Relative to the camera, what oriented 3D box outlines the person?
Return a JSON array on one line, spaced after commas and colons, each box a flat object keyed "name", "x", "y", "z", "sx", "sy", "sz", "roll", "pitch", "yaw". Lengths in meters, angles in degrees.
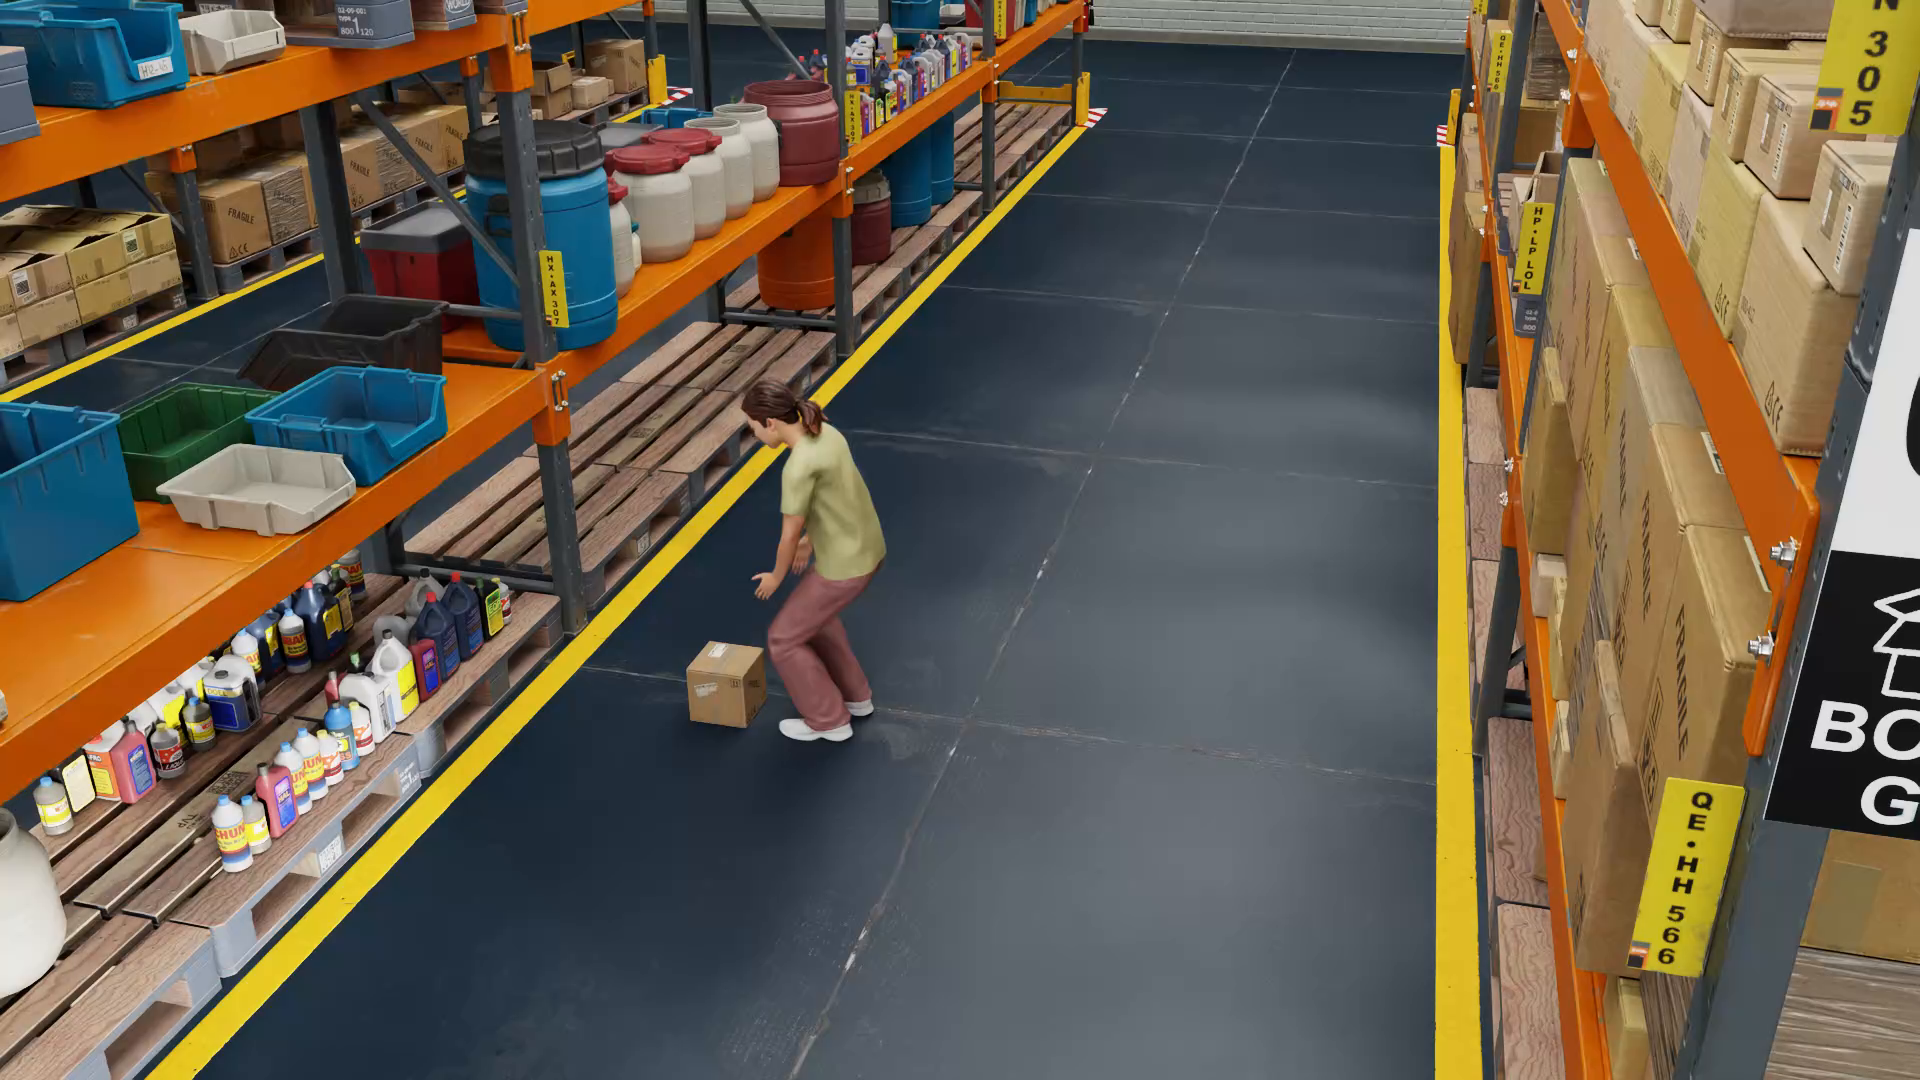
[{"name": "person", "x": -0.576, "y": 0.093, "z": 6.612, "sx": 0.532, "sy": 1.515, "sz": 0.498, "roll": 7, "pitch": 26, "yaw": 14}]
